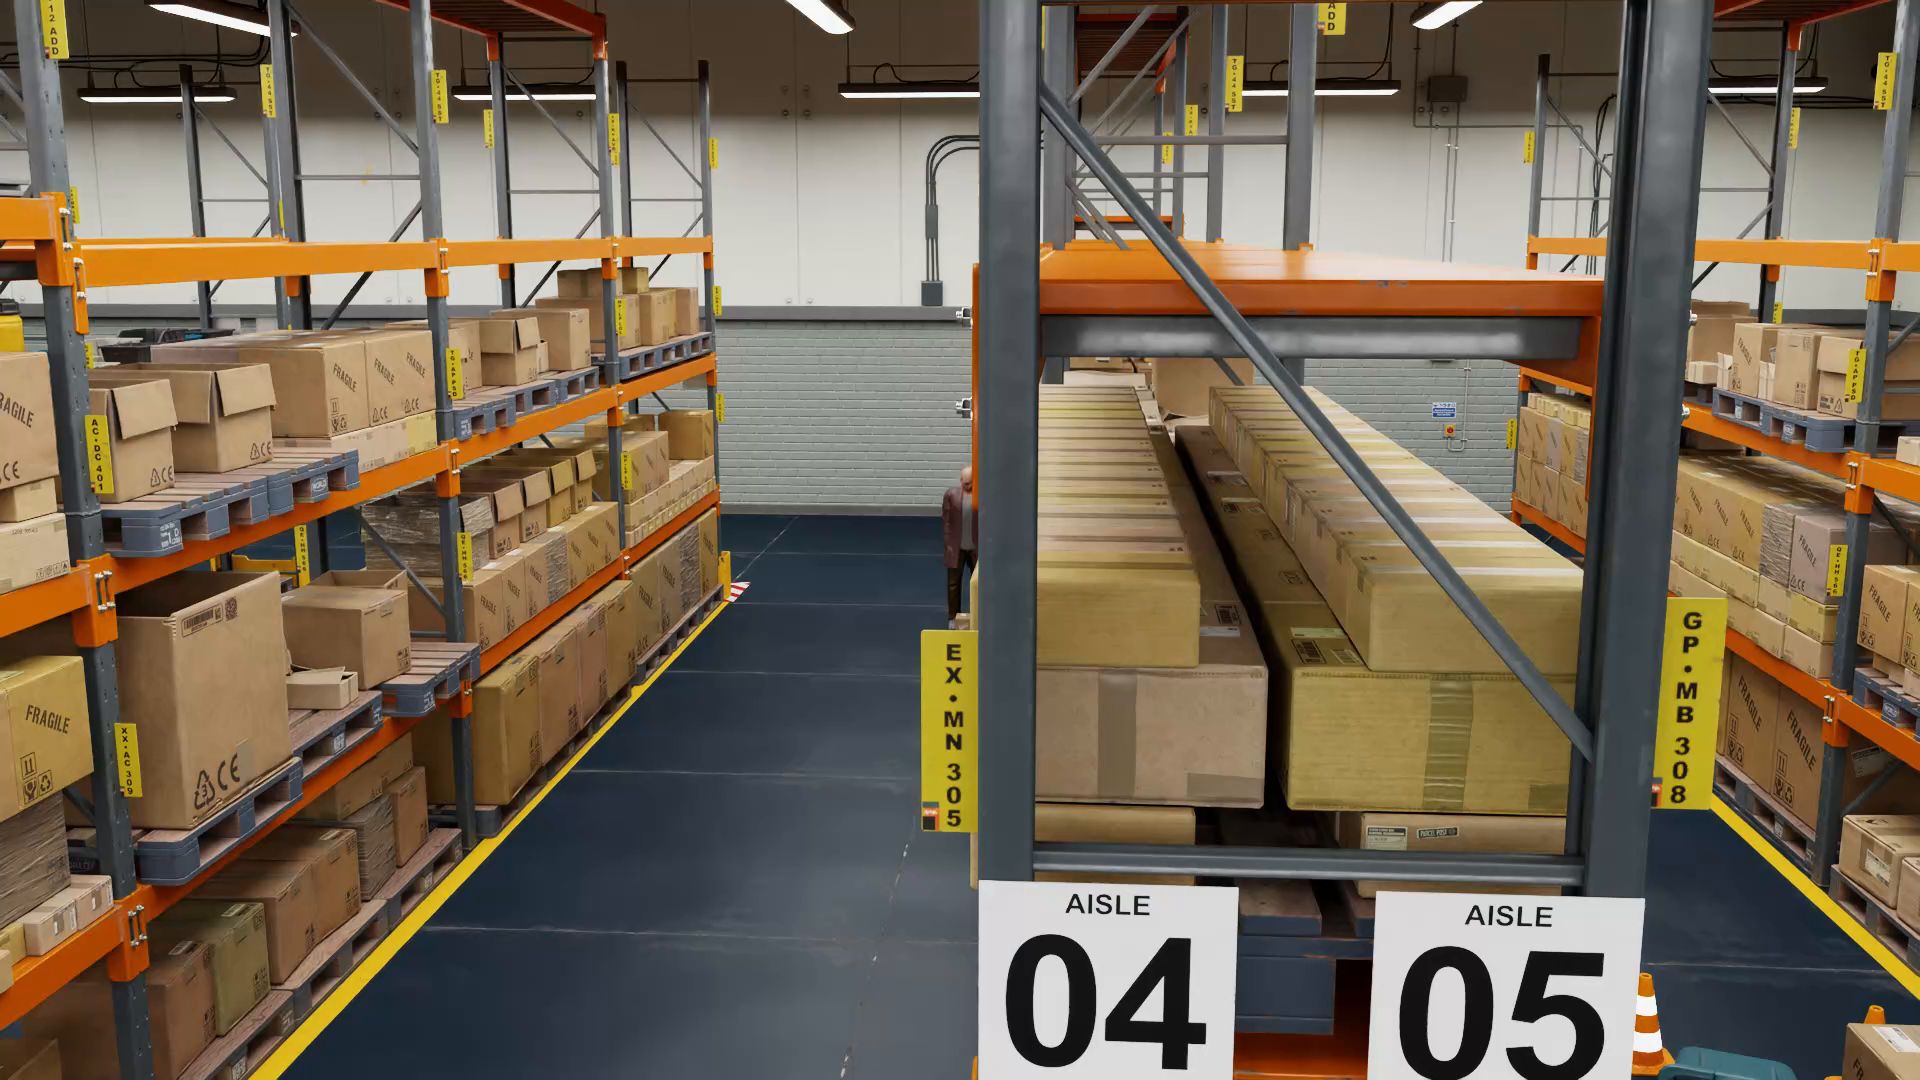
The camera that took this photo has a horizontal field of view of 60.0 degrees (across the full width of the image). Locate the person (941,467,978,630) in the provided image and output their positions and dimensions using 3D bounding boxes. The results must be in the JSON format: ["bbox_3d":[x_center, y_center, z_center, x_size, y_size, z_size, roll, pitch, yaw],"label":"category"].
[{"bbox_3d":[0.093,0.088,17.611,0.579,1.746,0.394,0,11,0],"label":"person"}]
